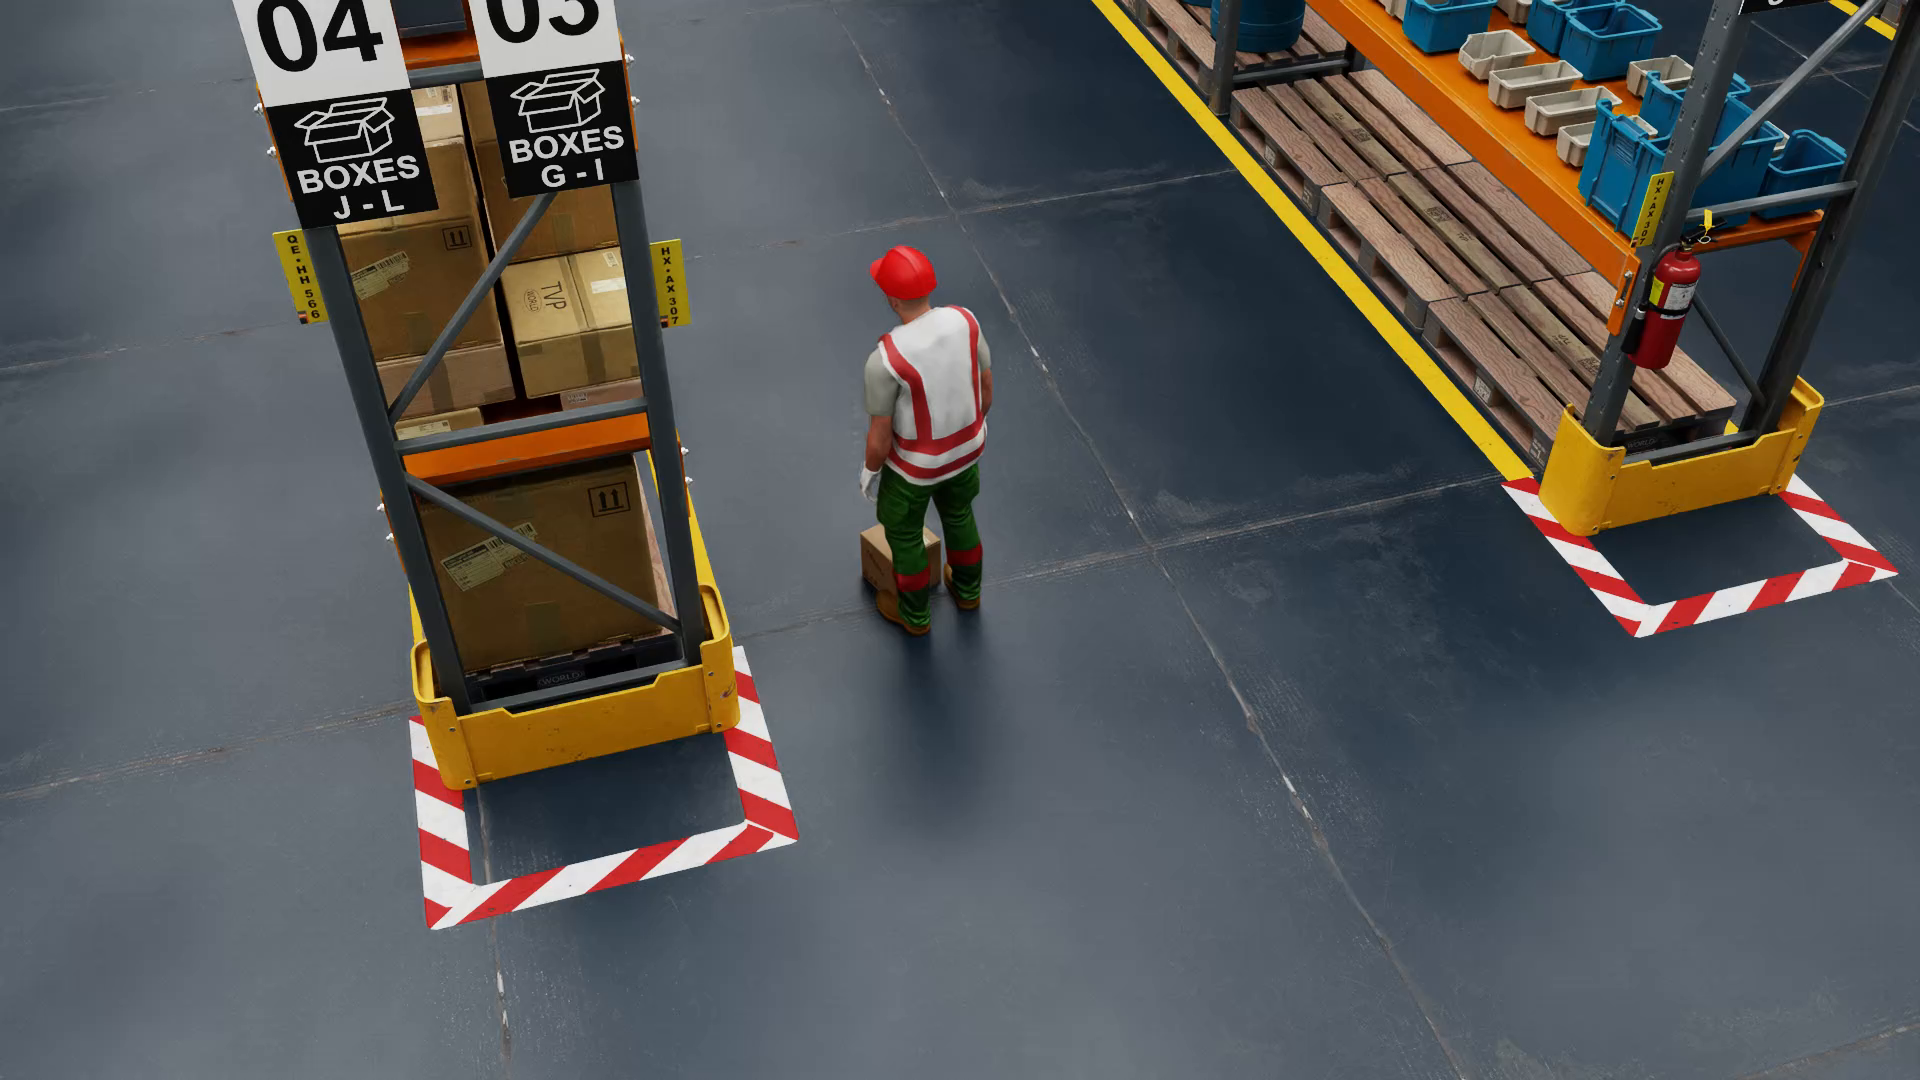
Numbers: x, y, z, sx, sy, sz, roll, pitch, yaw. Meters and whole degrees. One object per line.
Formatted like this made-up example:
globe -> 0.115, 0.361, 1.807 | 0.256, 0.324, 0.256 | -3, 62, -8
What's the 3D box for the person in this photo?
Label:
person -> -0.138, -0.361, 6.553 | 0.613, 1.778, 0.452 | -26, 48, -26
